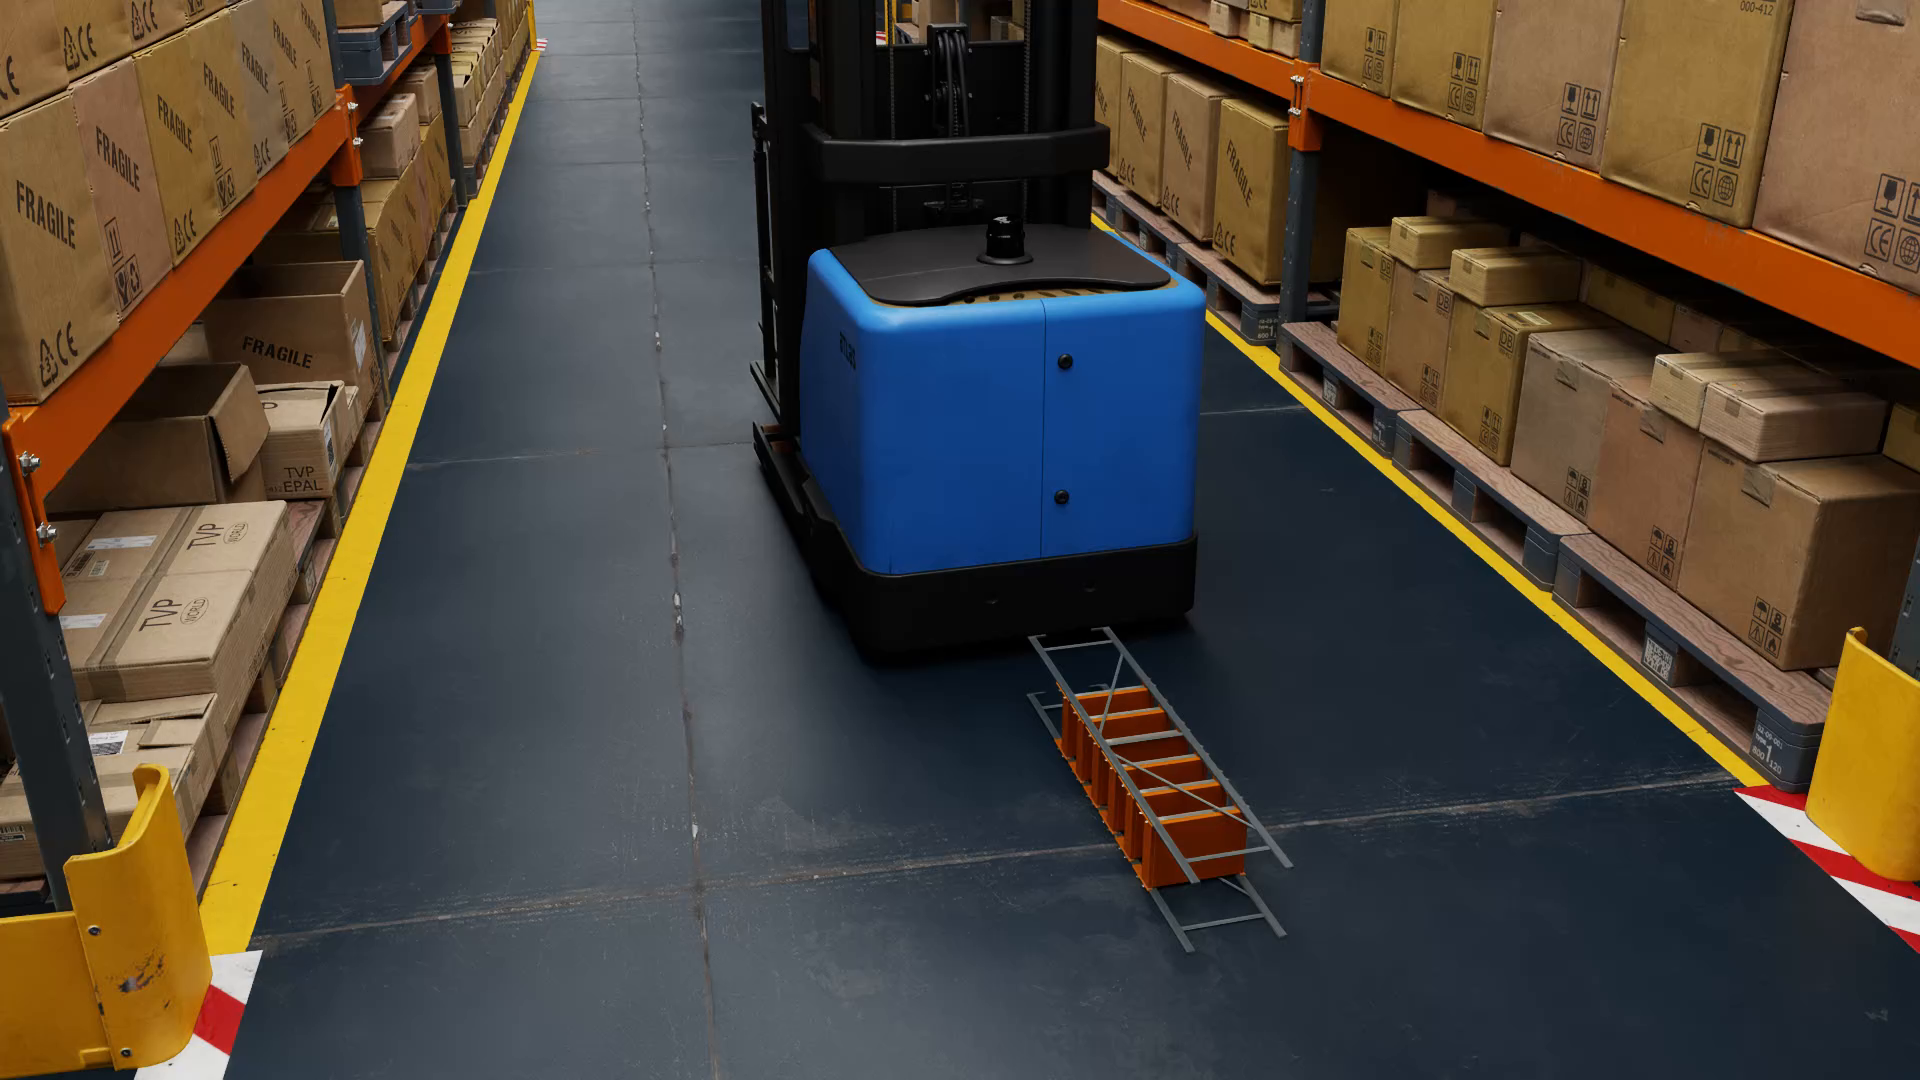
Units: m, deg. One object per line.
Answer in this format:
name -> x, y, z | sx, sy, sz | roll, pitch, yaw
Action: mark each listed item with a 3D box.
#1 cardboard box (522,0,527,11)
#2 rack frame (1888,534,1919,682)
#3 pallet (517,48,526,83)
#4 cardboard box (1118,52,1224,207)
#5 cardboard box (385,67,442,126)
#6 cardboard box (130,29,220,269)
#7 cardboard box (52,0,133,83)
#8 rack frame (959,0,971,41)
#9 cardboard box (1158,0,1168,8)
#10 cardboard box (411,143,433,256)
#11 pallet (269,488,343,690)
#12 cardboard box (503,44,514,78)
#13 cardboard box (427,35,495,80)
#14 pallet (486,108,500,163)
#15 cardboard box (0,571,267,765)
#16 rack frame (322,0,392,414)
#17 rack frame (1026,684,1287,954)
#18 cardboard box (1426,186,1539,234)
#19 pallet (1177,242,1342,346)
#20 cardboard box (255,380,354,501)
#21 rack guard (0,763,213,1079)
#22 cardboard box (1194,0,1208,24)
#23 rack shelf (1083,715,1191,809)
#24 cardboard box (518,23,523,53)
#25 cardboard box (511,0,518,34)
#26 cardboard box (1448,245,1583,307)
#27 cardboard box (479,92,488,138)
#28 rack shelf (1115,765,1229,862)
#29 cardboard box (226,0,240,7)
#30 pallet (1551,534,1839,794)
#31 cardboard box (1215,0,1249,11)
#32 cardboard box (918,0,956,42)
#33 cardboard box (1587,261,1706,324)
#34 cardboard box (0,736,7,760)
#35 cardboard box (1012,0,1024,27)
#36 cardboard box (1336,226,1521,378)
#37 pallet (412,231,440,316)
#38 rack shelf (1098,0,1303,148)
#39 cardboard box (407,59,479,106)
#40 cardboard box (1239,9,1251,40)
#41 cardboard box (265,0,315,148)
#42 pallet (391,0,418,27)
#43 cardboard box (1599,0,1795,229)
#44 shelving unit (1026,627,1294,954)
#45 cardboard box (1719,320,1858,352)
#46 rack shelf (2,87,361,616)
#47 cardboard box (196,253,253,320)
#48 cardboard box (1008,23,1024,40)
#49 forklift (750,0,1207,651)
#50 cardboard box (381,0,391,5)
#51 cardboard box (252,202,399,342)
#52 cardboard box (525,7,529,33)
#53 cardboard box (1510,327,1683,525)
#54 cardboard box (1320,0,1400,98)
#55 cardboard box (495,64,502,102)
cardboard box -> -4.725, -5.699, 17.024 | 0.500, 0.500, 0.500 | -4, 24, -10
rack frame -> 2.710, -0.686, 3.573 | 1.000, 3.000, 0.127 | -4, 24, -10
pallet -> -4.711, -4.557, 15.920 | 1.003, 0.211, 1.213 | -4, 24, -10
cardboard box -> 1.394, -2.396, 9.650 | 0.750, 0.750, 0.750 | -4, 24, -10
cardboard box -> -3.219, -2.492, 9.345 | 0.500, 0.250, 0.500 | -3, 24, -8
cardboard box -> -2.171, -0.958, 4.071 | 0.500, 0.500, 0.500 | -4, 24, -10
cardboard box -> -2.085, -1.221, 3.424 | 0.500, 0.500, 0.500 | -4, 24, -9
rack frame -> 0.491, -5.406, 14.381 | 1.000, 3.000, 0.127 | -4, 24, -10
cardboard box -> 1.329, -3.076, 9.335 | 0.380, 0.149, 0.250 | -4, 24, -9
cardboard box -> -3.035, -1.761, 8.607 | 0.500, 0.500, 0.500 | -5, 24, -12
pallet -> -2.542, 0.138, 5.172 | 1.003, 0.211, 1.213 | -4, 24, -10
cardboard box -> -4.164, -4.175, 14.473 | 0.500, 0.250, 0.500 | -4, 24, -10
cardboard box -> -3.828, -3.689, 12.658 | 0.500, 0.311, 0.500 | -4, 24, -10
pallet -> -3.973, -2.993, 12.338 | 1.003, 0.211, 1.213 | -4, 24, -10
cardboard box -> -2.072, 0.309, 4.181 | 0.500, 0.250, 0.500 | -4, 24, -10
rack frame -> -2.897, -1.891, 6.333 | 1.000, 3.000, 0.127 | -4, 24, -10
rack frame -> 0.460, 0.662, 4.218 | 0.240, 0.006, 1.200 | -6, 25, -14
cardboard box -> 2.176, -1.374, 6.936 | 0.380, 0.149, 0.250 | -4, 24, -10
pallet -> 1.754, -1.280, 8.416 | 1.003, 0.211, 1.213 | -4, 24, -10
cardboard box -> -2.374, -0.363, 5.643 | 0.500, 0.311, 0.500 | -4, 24, -10
rack guard -> -2.172, 0.798, 3.299 | 1.175, 0.500, 0.348 | -4, 24, -10
cardboard box -> 1.438, -2.769, 8.630 | 0.380, 0.149, 0.250 | -5, 24, -11
rack shelf -> 0.449, 0.561, 4.220 | 0.258, 0.180, 0.103 | -6, 25, -14
cardboard box -> -4.437, -4.766, 15.825 | 0.500, 0.250, 0.500 | -4, 24, -10
cardboard box -> -4.340, -4.913, 15.225 | 0.500, 0.500, 0.500 | -4, 24, -10
cardboard box -> 1.989, -0.949, 5.962 | 0.380, 0.149, 0.250 | -5, 24, -11
cardboard box -> -3.641, -3.027, 11.843 | 0.500, 0.250, 0.500 | -5, 24, -11
rack shelf -> 0.511, 0.655, 4.008 | 0.258, 0.180, 0.103 | -6, 25, -14
cardboard box -> -2.359, -1.816, 4.787 | 0.500, 0.500, 0.500 | -4, 24, -9
pallet -> 2.485, 0.283, 4.838 | 1.003, 0.211, 1.213 | -4, 24, -10
cardboard box -> 1.533, -2.814, 7.923 | 0.500, 0.500, 0.500 | -4, 24, -9
cardboard box -> -0.017, -5.240, 16.574 | 0.700, 0.500, 0.500 | -6, 24, -13
cardboard box -> 2.420, -0.862, 5.764 | 0.380, 0.149, 0.250 | -5, 24, -11
cardboard box -> -2.487, 0.417, 4.038 | 0.380, 0.166, 0.250 | -4, 24, -10
cardboard box -> 0.728, -4.345, 13.587 | 0.500, 0.250, 0.500 | -5, 24, -11
cardboard box -> 2.008, -1.005, 6.901 | 0.700, 0.500, 0.500 | -4, 24, -9
pallet -> -3.314, -1.412, 8.718 | 1.003, 0.211, 1.213 | -4, 24, -10
rack shelf -> 1.601, -2.717, 9.121 | 1.077, 0.370, 4.000 | -4, 24, -10
cardboard box -> -3.550, -3.088, 11.283 | 0.500, 0.311, 0.500 | -5, 24, -11
cardboard box -> 1.556, -2.468, 7.943 | 0.380, 0.149, 0.250 | -4, 24, -8
cardboard box -> -2.456, -1.557, 5.442 | 0.500, 0.500, 0.500 | -4, 24, -8
pallet -> -3.273, -2.612, 8.223 | 1.003, 0.211, 1.213 | -4, 24, -10
cardboard box -> 2.460, -1.309, 4.624 | 0.980, 0.700, 0.700 | -4, 24, -10
shelving unit -> 0.460, 0.578, 4.181 | 0.258, 0.189, 1.200 | -6, 25, -14
cardboard box -> 2.562, -0.562, 5.076 | 0.380, 0.149, 0.250 | -4, 24, -9
rack shelf -> -2.527, -0.775, 4.676 | 1.077, 0.370, 4.000 | -4, 24, -10
cardboard box -> -3.270, -1.120, 7.141 | 0.500, 0.500, 0.500 | -4, 24, -10
cardboard box -> 0.788, -3.975, 13.676 | 0.700, 0.500, 0.500 | -5, 24, -11
forklift -> -0.166, -1.583, 5.713 | 1.130, 2.935, 3.031 | -6, 24, -14
cardboard box -> -2.954, -2.598, 7.302 | 0.700, 0.500, 0.500 | -1, 24, -1
cardboard box -> -2.747, -1.156, 7.222 | 0.500, 0.500, 0.500 | -5, 24, -12
cardboard box -> -4.727, -5.355, 17.174 | 0.500, 0.250, 0.500 | -4, 24, -10
cardboard box -> 2.296, -0.396, 5.507 | 0.700, 0.500, 0.500 | -5, 24, -11
cardboard box -> 2.055, -2.182, 6.624 | 0.980, 0.700, 0.700 | -4, 24, -9
cardboard box -> -3.923, -3.630, 13.224 | 0.500, 0.250, 0.500 | -5, 24, -11
